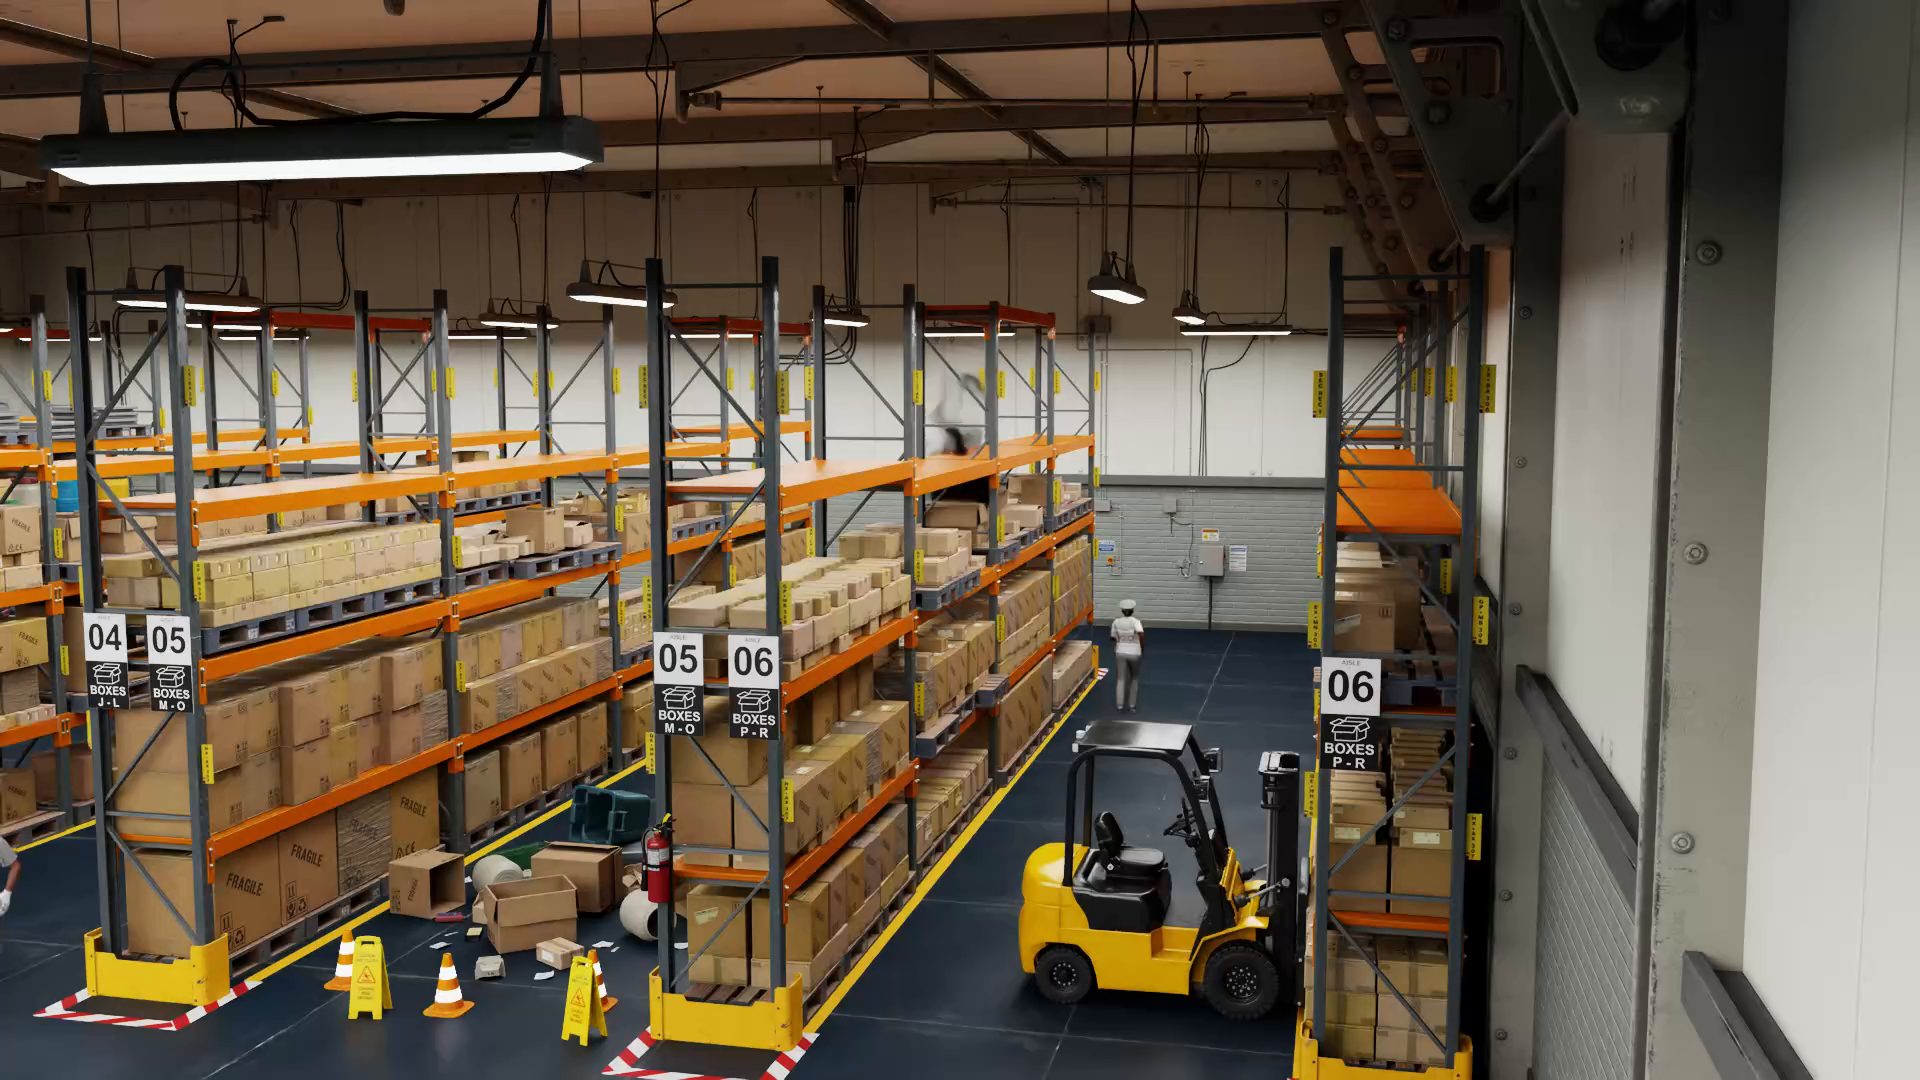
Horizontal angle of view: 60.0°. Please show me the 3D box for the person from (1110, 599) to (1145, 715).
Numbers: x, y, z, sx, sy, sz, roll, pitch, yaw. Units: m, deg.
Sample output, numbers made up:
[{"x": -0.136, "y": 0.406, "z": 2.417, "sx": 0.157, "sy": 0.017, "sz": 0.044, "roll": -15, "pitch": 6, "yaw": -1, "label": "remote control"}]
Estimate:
[{"x": 2.460, "y": 1.751, "z": 24.483, "sx": 0.547, "sy": 1.738, "sz": 0.862, "roll": 1, "pitch": 6, "yaw": 11, "label": "person"}]

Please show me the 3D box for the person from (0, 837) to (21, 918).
[{"x": -7.959, "y": 2.966, "z": 13.282, "sx": 0.747, "sy": 1.725, "sz": 0.547, "roll": -2, "pitch": 6, "yaw": -17, "label": "person"}]
